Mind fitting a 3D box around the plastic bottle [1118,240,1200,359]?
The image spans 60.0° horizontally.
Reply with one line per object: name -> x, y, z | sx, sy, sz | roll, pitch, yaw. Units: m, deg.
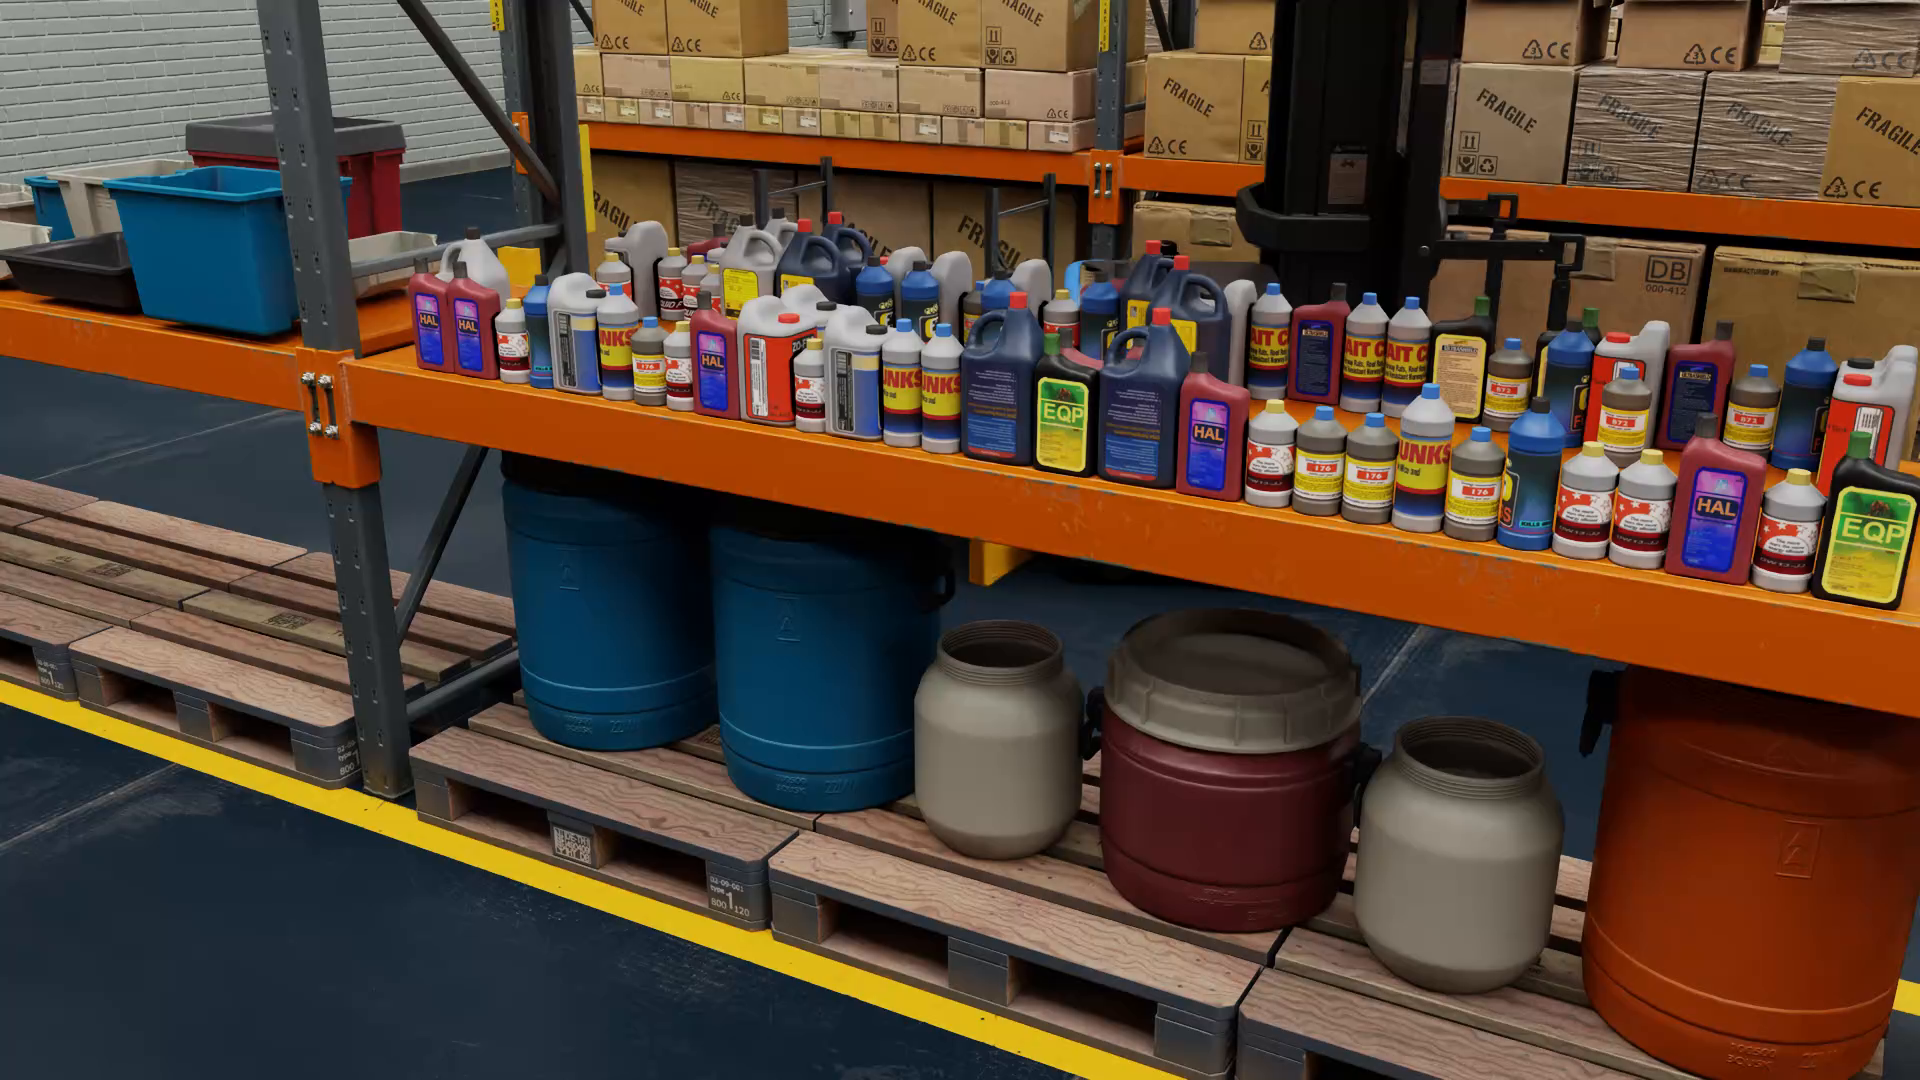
plastic bottle -> 0.487, -0.551, 4.059 | 0.185, 0.351, 0.144 | 11, 23, 27

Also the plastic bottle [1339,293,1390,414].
plastic bottle -> 0.941, -0.437, 3.859 | 0.097, 0.271, 0.097 | 0, 20, 0

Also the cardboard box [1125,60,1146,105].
cardboard box -> 0.696, -2.513, 9.178 | 0.500, 0.250, 0.500 | 10, 22, 26

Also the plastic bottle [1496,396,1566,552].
plastic bottle -> 1.031, -0.123, 2.995 | 0.097, 0.271, 0.097 | 0, 20, 0

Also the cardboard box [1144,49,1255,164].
cardboard box -> 1.259, -2.184, 8.340 | 0.500, 0.500, 0.500 | 11, 23, 27

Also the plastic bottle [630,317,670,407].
plastic bottle -> -0.726, -0.425, 3.929 | 0.097, 0.201, 0.097 | 0, 20, 0

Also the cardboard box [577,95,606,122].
cardboard box -> -2.140, -2.635, 10.100 | 0.250, 0.149, 0.380 | 10, 22, 27

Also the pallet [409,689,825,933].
pallet -> -0.783, 0.638, 4.796 | 1.213, 0.211, 1.003 | 11, 23, 27

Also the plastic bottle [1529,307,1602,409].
plastic bottle -> 1.337, -0.374, 3.669 | 0.133, 0.283, 0.061 | 11, 23, 27

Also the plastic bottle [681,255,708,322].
plastic bottle -> -0.733, -0.699, 4.685 | 0.097, 0.201, 0.097 | 0, 20, 0

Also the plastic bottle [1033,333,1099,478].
plastic bottle -> 0.219, -0.276, 3.400 | 0.133, 0.283, 0.061 | 11, 23, 27

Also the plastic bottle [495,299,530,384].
plastic bottle -> -1.098, -0.496, 4.125 | 0.097, 0.201, 0.097 | 0, 20, 0

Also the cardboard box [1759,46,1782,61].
cardboard box -> 5.431, -3.278, 11.256 | 0.250, 0.149, 0.380 | 10, 22, 25

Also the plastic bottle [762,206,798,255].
plastic bottle -> -0.475, -0.735, 4.564 | 0.185, 0.351, 0.144 | 11, 23, 27

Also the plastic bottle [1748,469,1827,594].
plastic bottle -> 1.402, -0.020, 2.811 | 0.097, 0.201, 0.097 | 0, 20, 0

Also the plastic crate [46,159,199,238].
plastic crate -> -2.680, -1.095, 5.569 | 0.530, 0.282, 0.437 | 11, 23, 27

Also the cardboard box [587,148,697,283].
cardboard box -> -1.915, -2.069, 10.670 | 0.875, 0.875, 0.875 | 11, 23, 27

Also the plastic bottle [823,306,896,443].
plastic bottle -> -0.207, -0.372, 3.674 | 0.135, 0.276, 0.152 | 11, 23, 27

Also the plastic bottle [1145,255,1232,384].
plastic bottle -> 0.530, -0.484, 3.872 | 0.185, 0.351, 0.144 | 11, 23, 27

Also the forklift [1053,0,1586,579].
forklift -> 1.903, -1.345, 6.274 | 3.031, 2.935, 1.130 | 2, 20, 4

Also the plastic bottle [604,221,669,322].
plastic bottle -> -0.935, -0.786, 4.814 | 0.135, 0.276, 0.152 | 11, 23, 27

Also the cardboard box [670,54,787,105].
cardboard box -> -1.332, -2.693, 9.674 | 0.500, 0.250, 0.500 | 10, 22, 26

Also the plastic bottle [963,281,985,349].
plastic bottle -> 0.056, -0.572, 4.336 | 0.097, 0.201, 0.097 | 0, 20, 0

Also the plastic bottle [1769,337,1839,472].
plastic bottle -> 1.747, -0.283, 3.436 | 0.097, 0.271, 0.097 | 0, 20, 0

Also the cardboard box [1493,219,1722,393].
cardboard box -> 3.104, -1.093, 7.978 | 0.875, 0.875, 1.225 | 11, 23, 27

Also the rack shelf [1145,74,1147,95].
rack shelf -> 1.740, -3.742, 13.837 | 4.000, 0.370, 1.077 | 11, 23, 27

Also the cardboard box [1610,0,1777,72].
cardboard box -> 3.273, -2.377, 7.401 | 0.637, 0.503, 0.797 | 11, 23, 29

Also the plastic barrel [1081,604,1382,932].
plastic barrel -> 0.634, 0.524, 3.942 | 0.708, 0.588, 0.600 | 11, 23, 27

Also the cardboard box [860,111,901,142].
cardboard box -> -0.346, -2.294, 9.158 | 0.250, 0.149, 0.380 | 11, 23, 28

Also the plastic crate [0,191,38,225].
plastic crate -> -3.360, -1.166, 5.979 | 0.250, 0.136, 0.298 | 11, 23, 27

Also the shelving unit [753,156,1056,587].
shelving unit -> -0.223, -0.702, 6.601 | 1.083, 1.500, 0.587 | 11, 23, 28

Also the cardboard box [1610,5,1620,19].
cardboard box -> 4.515, -3.731, 11.633 | 0.250, 0.149, 0.380 | 11, 22, 27

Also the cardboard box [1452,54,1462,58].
cardboard box -> 2.409, -2.169, 8.299 | 0.500, 0.500, 0.500 | 10, 22, 27

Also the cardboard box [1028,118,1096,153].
cardboard box -> 0.553, -2.123, 8.687 | 0.250, 0.149, 0.380 | 11, 23, 28

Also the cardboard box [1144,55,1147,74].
cardboard box -> 1.504, -3.899, 13.583 | 0.250, 0.149, 0.380 | 12, 23, 29

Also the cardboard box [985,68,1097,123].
cardboard box -> 0.465, -2.352, 8.735 | 0.500, 0.250, 0.500 | 10, 22, 26

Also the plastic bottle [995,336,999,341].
plastic bottle -> 0.121, -0.353, 3.628 | 0.097, 0.271, 0.097 | 0, 20, 0

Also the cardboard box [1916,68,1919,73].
cardboard box -> 4.179, -1.831, 7.368 | 0.500, 0.500, 0.500 | 12, 23, 29

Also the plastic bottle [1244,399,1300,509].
plastic bottle -> 0.606, -0.171, 3.230 | 0.097, 0.201, 0.097 | 0, 20, 0

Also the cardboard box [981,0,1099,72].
cardboard box -> 0.447, -2.706, 8.611 | 0.500, 0.500, 0.500 | 12, 23, 29

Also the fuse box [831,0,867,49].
fuse box -> -1.462, -6.829, 23.183 | 0.414, 1.711, 0.539 | 11, 23, 27

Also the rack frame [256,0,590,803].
rack frame -> -1.437, -0.813, 4.708 | 0.127, 3.000, 1.000 | 11, 23, 27

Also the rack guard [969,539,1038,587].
rack guard -> 0.210, -0.030, 6.582 | 0.087, 0.250, 0.587 | 11, 23, 28

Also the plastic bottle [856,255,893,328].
plastic bottle -> -0.220, -0.599, 4.305 | 0.097, 0.271, 0.097 | 0, 20, 0

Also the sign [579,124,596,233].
sign -> -1.167, -1.107, 5.112 | 0.005, 0.325, 0.100 | 11, 23, 27

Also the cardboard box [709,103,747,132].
cardboard box -> -1.240, -2.464, 9.629 | 0.250, 0.149, 0.380 | 11, 22, 27

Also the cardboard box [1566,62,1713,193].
cardboard box -> 3.032, -1.848, 7.414 | 0.500, 0.500, 0.500 | 10, 22, 26

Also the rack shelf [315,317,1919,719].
rack shelf -> 0.309, -0.142, 3.914 | 4.000, 0.370, 1.077 | 11, 23, 27
